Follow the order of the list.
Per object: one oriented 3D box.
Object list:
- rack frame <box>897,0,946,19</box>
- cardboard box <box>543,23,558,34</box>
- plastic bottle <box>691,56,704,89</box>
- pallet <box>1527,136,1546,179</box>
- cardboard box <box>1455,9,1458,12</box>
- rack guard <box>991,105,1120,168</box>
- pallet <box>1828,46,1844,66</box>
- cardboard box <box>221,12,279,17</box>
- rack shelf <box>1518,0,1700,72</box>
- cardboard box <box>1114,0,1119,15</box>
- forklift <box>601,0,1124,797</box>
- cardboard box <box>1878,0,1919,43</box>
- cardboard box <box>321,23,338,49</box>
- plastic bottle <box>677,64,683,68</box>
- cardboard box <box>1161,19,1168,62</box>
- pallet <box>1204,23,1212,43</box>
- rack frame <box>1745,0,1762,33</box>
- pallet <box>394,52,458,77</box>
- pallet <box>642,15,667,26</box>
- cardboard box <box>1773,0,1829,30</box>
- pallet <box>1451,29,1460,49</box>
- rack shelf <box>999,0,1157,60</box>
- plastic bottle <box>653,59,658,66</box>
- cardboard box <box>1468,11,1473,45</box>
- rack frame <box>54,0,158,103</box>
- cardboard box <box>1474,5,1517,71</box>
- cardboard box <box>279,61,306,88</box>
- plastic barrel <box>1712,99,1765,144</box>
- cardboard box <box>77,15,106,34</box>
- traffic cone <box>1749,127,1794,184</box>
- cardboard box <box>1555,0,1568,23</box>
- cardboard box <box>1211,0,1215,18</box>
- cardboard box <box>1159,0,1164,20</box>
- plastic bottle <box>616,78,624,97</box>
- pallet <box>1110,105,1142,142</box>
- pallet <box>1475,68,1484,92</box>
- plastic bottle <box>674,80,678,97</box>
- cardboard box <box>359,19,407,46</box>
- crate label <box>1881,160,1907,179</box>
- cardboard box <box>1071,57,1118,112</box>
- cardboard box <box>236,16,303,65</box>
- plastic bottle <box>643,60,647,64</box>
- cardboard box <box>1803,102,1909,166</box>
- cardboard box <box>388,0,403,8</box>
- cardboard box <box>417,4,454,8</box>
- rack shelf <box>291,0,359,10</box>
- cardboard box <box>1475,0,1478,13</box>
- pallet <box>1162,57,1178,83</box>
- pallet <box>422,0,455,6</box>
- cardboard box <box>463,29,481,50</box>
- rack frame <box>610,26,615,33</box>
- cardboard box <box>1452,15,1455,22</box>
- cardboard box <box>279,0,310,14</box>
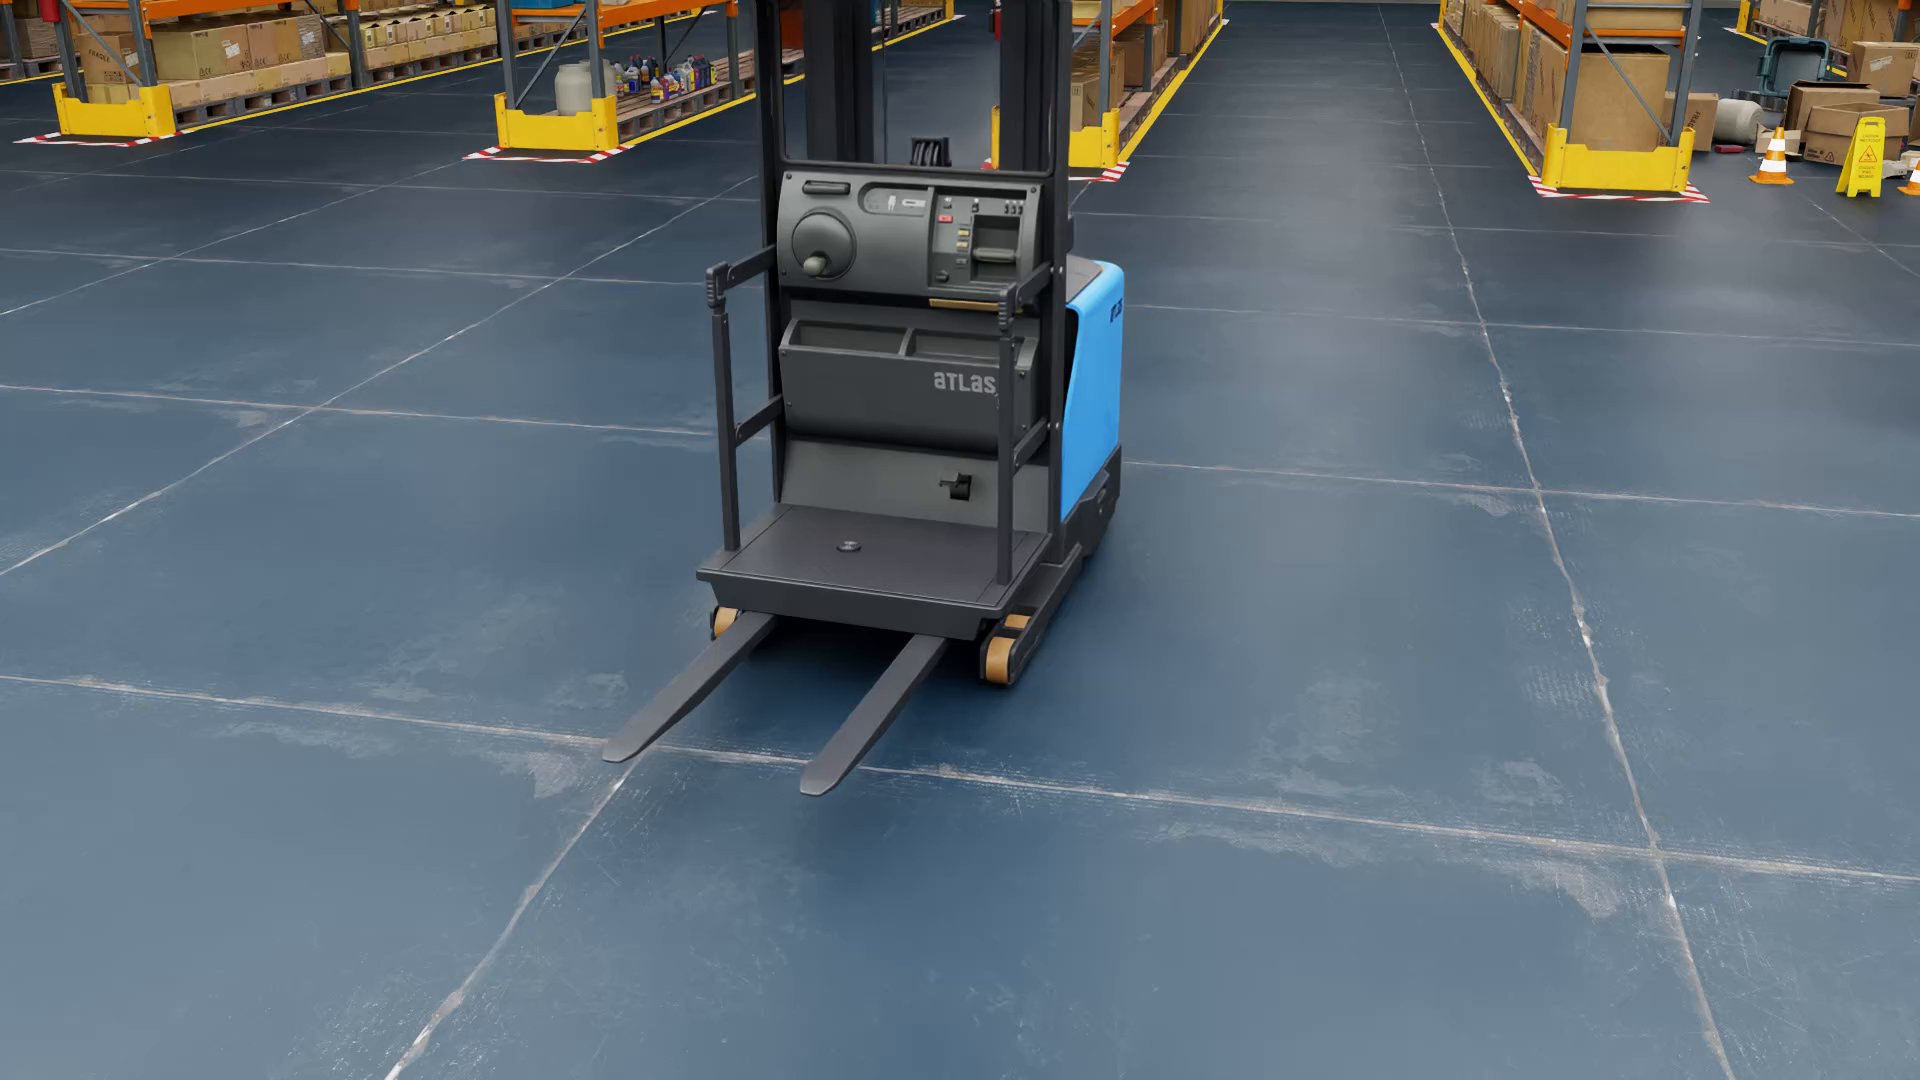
[{"bbox_3d":[-0.709,-11.141,30.502,1.000,3.000,0.127,4,22,11],"label":"rack frame"},{"bbox_3d":[-6.608,-8.159,25.853,0.500,0.500,0.500,4,22,10],"label":"cardboard box"},{"bbox_3d":[-3.046,-5.400,19.204,0.144,0.351,0.185,3,22,8],"label":"plastic bottle"},{"bbox_3d":[5.797,-3.502,15.266,1.003,0.211,1.213,4,22,11],"label":"pallet"},{"bbox_3d":[8.423,-8.805,27.557,0.380,0.149,0.250,3,22,8],"label":"cardboard box"},{"bbox_3d":[0.891,-3.780,15.571,1.175,0.500,0.348,4,22,11],"label":"rack guard"},{"bbox_3d":[12.942,-6.964,23.862,1.003,0.211,1.213,4,22,11],"label":"pallet"},{"bbox_3d":[-8.501,-6.070,20.024,0.500,0.500,0.500,4,22,11],"label":"cardboard box"},{"bbox_3d":[6.118,-4.895,15.955,1.077,0.370,4.000,4,22,11],"label":"rack shelf"},{"bbox_3d":[1.302,-5.062,15.743,0.380,0.149,0.250,4,22,11],"label":"cardboard box"},{"bbox_3d":[-0.245,-1.034,5.497,1.130,2.935,3.031,7,23,16],"label":"forklift"},{"bbox_3d":[12.431,-6.538,21.354,0.875,0.875,0.875,4,22,10],"label":"cardboard box"},{"bbox_3d":[-8.204,-6.481,21.298,0.500,0.311,0.500,4,22,11],"label":"cardboard box"},{"bbox_3d":[-3.196,-5.368,19.223,0.152,0.276,0.135,4,22,11],"label":"plastic bottle"},{"bbox_3d":[2.391,-6.636,22.072,0.700,0.500,0.500,3,22,8],"label":"cardboard box"},{"bbox_3d":[3.556,-8.279,27.129,1.003,0.211,1.213,4,22,11],"label":"pallet"},{"bbox_3d":[13.842,-10.008,27.689,1.000,3.000,0.127,4,22,11],"label":"rack frame"},{"bbox_3d":[-7.647,-6.558,22.854,1.003,0.211,1.213,4,22,11],"label":"pallet"},{"bbox_3d":[-5.985,-9.462,30.066,1.003,0.211,1.213,4,22,11],"label":"pallet"},{"bbox_3d":[13.626,-8.430,26.638,0.875,0.438,0.875,5,22,12],"label":"cardboard box"},{"bbox_3d":[8.261,-7.841,26.039,1.003,0.211,1.213,4,22,11],"label":"pallet"},{"bbox_3d":[1.283,-5.310,16.986,1.077,0.370,4.000,4,22,11],"label":"rack shelf"},{"bbox_3d":[-3.586,-5.485,19.505,0.061,0.283,0.133,4,22,11],"label":"plastic bottle"},{"bbox_3d":[7.548,-7.285,23.710,0.500,0.500,0.500,5,22,12],"label":"cardboard box"},{"bbox_3d":[-8.822,-5.669,16.914,1.000,3.000,0.127,4,22,11],"label":"rack frame"},{"bbox_3d":[7.130,-6.358,21.075,1.050,0.750,0.750,4,22,10],"label":"cardboard box"},{"bbox_3d":[-8.086,-5.499,19.610,0.500,0.250,0.500,4,22,11],"label":"cardboard box"},{"bbox_3d":[7.797,-4.233,16.798,0.421,0.421,0.512,-16,27,-35],"label":"plastic barrel"},{"bbox_3d":[-12.522,-7.199,23.471,0.700,0.500,0.500,5,22,12],"label":"cardboard box"},{"bbox_3d":[7.209,-3.406,14.692,0.336,0.463,0.334,4,22,11],"label":"traffic cone"},{"bbox_3d":[5.832,-4.909,14.826,0.875,0.550,0.550,4,22,11],"label":"cardboard box"},{"bbox_3d":[3.902,-9.400,28.460,0.875,0.875,0.875,4,22,11],"label":"cardboard box"},{"bbox_3d":[2.400,-6.983,21.930,0.500,0.250,0.500,5,23,13],"label":"cardboard box"},{"bbox_3d":[-3.795,-5.039,18.507,0.097,0.201,0.097,0,22,0],"label":"plastic bottle"},{"bbox_3d":[1.342,-4.386,17.461,1.003,0.211,1.213,4,22,11],"label":"pallet"},{"bbox_3d":[7.108,-5.847,21.088,1.003,0.211,1.213,4,22,11],"label":"pallet"},{"bbox_3d":[-3.188,-5.033,18.493,0.097,0.201,0.097,0,22,0],"label":"plastic bottle"},{"bbox_3d":[-7.570,-6.626,21.658,0.500,0.311,0.500,4,22,10],"label":"cardboard box"},{"bbox_3d":[8.345,-3.337,14.956,0.250,0.136,0.298,-7,23,-17],"label":"crate label"},{"bbox_3d":[1.411,-4.824,17.600,0.500,0.500,0.500,2,22,6],"label":"cardboard box"},{"bbox_3d":[-8.098,-5.847,19.472,0.500,0.500,0.500,4,22,11],"label":"cardboard box"},{"bbox_3d":[-3.691,-5.490,19.526,0.152,0.276,0.135,5,23,13],"label":"plastic bottle"},{"bbox_3d":[8.457,-3.834,15.700,0.797,0.503,0.637,-11,25,-26],"label":"cardboard box"},{"bbox_3d":[-10.758,-10.106,30.714,0.700,0.500,0.500,5,22,12],"label":"cardboard box"},{"bbox_3d":[-7.584,-7.605,24.089,0.500,0.311,0.500,5,23,13],"label":"cardboard box"},{"bbox_3d":[-7.598,-7.529,22.496,1.077,0.370,4.000,4,22,11],"label":"rack shelf"},{"bbox_3d":[7.437,-7.446,23.107,0.500,0.250,0.500,5,22,12],"label":"cardboard box"},{"bbox_3d":[2.347,-6.259,22.111,1.003,0.211,1.213,4,22,11],"label":"pallet"},{"bbox_3d":[-10.494,-10.305,32.157,1.003,0.211,1.213,4,22,11],"label":"pallet"},{"bbox_3d":[-7.160,-7.114,23.621,0.500,0.250,0.500,4,22,10],"label":"cardboard box"},{"bbox_3d":[-6.373,-10.057,27.811,1.000,3.000,0.127,4,22,11],"label":"rack frame"},{"bbox_3d":[8.252,-8.487,27.166,0.380,0.149,0.250,4,22,11],"label":"cardboard box"},{"bbox_3d":[-11.407,-9.058,27.645,0.750,0.750,0.750,5,23,13],"label":"cardboard box"}]
